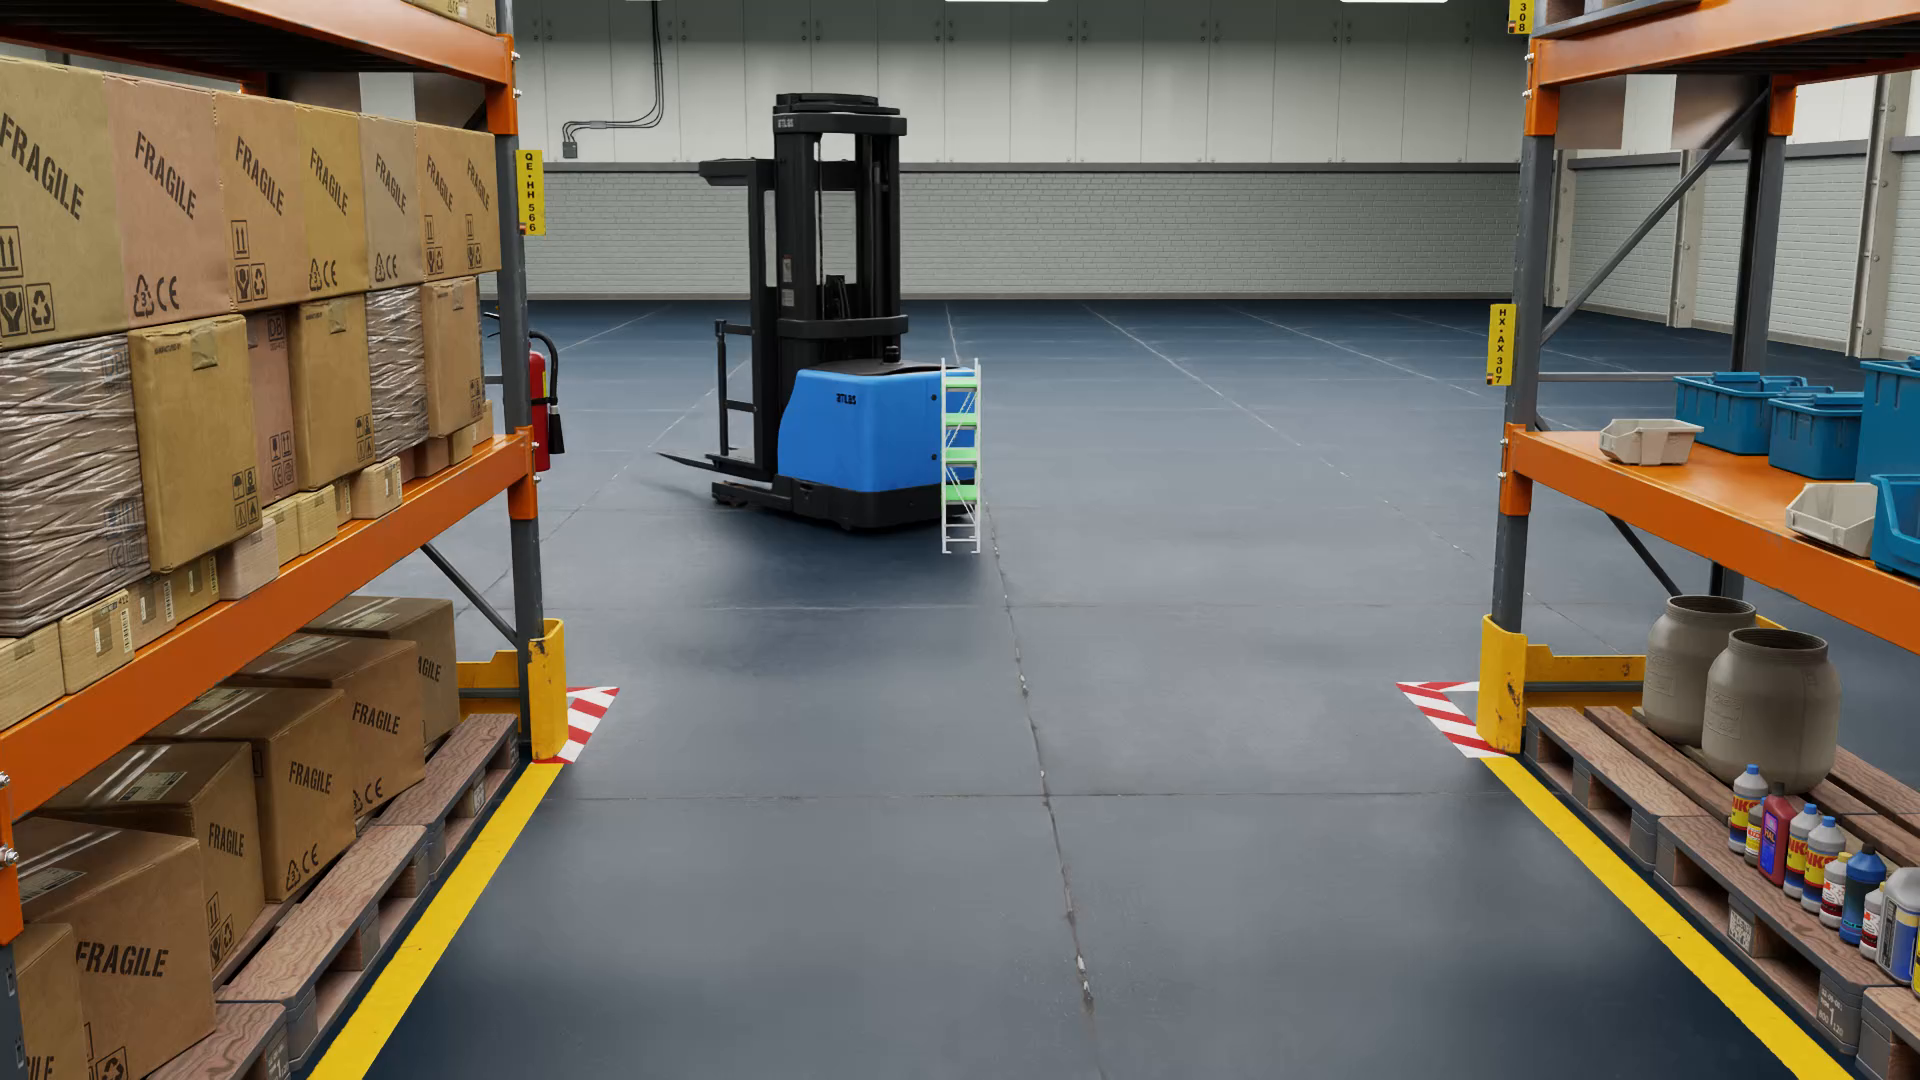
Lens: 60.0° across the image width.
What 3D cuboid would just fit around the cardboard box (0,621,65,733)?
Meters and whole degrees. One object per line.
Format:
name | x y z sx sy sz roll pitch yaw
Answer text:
cardboard box | -1.846 0.243 2.948 0.380 0.149 0.250 0 11 -1

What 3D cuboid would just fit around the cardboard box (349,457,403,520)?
cardboard box | -1.876 -0.154 4.908 0.380 0.149 0.250 0 11 -1

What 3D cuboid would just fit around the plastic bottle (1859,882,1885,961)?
plastic bottle | 2.469 1.015 4.445 0.097 0.201 0.097 0 11 0

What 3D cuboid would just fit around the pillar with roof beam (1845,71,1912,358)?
pillar with roof beam | 8.836 -7.057 23.211 9.100 9.000 0.400 0 11 -1

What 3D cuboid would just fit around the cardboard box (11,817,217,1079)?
cardboard box | -2.130 0.990 3.867 0.500 0.500 0.500 4 12 17

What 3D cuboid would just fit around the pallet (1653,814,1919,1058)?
pallet | 2.810 1.133 4.941 1.003 0.211 1.213 0 11 -1

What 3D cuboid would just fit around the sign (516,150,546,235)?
sign | -1.669 -1.352 6.471 0.100 0.325 0.005 0 11 -1

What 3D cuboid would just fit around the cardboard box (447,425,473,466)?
cardboard box | -1.951 -0.353 5.887 0.380 0.149 0.250 0 11 -1

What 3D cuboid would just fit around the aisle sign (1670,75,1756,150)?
aisle sign | 3.023 -1.941 6.544 0.394 0.787 0.004 0 11 -1

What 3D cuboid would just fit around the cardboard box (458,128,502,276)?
cardboard box | -1.966 -1.208 5.953 0.500 0.500 0.500 0 11 -1

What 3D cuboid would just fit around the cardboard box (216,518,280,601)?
cardboard box | -1.849 0.044 3.928 0.380 0.149 0.250 0 11 -1

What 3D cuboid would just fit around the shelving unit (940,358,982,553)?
shelving unit | 0.003 -0.555 10.778 0.258 1.200 0.503 0 11 -1

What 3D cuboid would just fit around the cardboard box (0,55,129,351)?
cardboard box | -1.897 -0.611 3.013 0.500 0.500 0.500 0 11 -1

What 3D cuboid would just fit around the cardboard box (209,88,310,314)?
cardboard box | -1.919 -0.810 3.993 0.500 0.500 0.500 0 11 -1

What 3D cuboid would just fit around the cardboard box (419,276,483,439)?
cardboard box | -2.110 -0.618 5.559 0.875 0.500 0.500 0 11 -1

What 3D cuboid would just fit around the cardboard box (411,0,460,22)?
cardboard box | -1.947 -1.834 5.386 0.500 0.250 0.500 0 11 -1

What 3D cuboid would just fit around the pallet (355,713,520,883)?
pallet | -2.241 0.912 6.032 1.003 0.211 1.213 0 11 -1

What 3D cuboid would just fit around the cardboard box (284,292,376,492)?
cardboard box | -2.145 -0.419 4.578 0.875 0.500 0.500 0 11 -1

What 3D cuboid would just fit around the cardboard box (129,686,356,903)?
cardboard box | -2.188 0.756 5.021 0.500 0.500 0.500 1 11 4

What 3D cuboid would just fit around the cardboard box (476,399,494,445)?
cardboard box | -2.012 -0.452 6.375 0.380 0.149 0.250 0 11 -1

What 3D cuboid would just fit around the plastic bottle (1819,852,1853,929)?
plastic bottle | 2.465 0.974 4.647 0.097 0.201 0.097 0 11 0

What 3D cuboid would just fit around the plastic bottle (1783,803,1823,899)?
plastic bottle | 2.460 0.900 4.835 0.097 0.271 0.097 0 11 0

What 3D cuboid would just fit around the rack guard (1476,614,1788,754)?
rack guard | 2.776 0.589 6.901 1.175 0.500 0.348 0 11 -1

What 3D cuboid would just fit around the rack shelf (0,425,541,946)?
rack shelf | -2.183 0.119 4.737 1.077 0.370 4.000 0 11 -1

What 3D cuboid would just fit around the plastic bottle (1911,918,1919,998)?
plastic bottle | 2.498 0.997 4.156 0.144 0.351 0.185 0 11 -2

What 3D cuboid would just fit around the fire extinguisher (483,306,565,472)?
fire extinguisher | -1.766 -0.618 6.755 0.296 0.674 0.183 0 11 -1

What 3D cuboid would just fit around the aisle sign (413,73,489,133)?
aisle sign | -1.926 -1.919 6.434 0.394 0.787 0.004 0 11 -1

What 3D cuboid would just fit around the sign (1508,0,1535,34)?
sign | 2.177 -2.124 6.420 0.100 0.325 0.005 0 11 -1

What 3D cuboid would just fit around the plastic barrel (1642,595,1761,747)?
plastic barrel | 2.817 0.493 6.288 0.421 0.512 0.421 0 11 0

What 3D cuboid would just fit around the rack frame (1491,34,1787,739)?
rack frame | 2.727 -0.651 6.726 1.000 3.000 0.127 0 11 -1

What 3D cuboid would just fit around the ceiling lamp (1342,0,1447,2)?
ceiling lamp | 8.012 -11.532 30.589 2.000 3.185 0.800 0 11 -1

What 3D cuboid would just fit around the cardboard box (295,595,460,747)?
cardboard box | -2.228 0.512 6.220 0.500 0.500 0.500 2 12 9

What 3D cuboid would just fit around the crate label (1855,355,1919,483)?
crate label | 3.036 -0.304 4.924 0.502 0.435 0.616 0 11 -1

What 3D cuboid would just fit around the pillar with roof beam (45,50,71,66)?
pillar with roof beam | -14.297 -9.348 34.506 9.100 9.000 0.548 0 11 -1

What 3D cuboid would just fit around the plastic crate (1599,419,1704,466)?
plastic crate | 2.424 -0.343 5.869 0.298 0.136 0.250 0 11 -1

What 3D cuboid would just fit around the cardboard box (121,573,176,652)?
cardboard box | -1.871 0.144 3.438 0.380 0.149 0.250 0 11 -1

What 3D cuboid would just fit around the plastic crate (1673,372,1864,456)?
plastic crate | 3.037 -0.480 6.256 0.499 0.251 0.616 0 11 -1

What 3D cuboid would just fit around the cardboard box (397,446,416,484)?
cardboard box | -1.998 -0.253 5.395 0.380 0.149 0.250 0 11 -1

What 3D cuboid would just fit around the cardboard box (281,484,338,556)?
cardboard box | -1.890 -0.055 4.417 0.380 0.149 0.250 0 11 -1

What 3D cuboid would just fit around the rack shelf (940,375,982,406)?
rack shelf | 0.003 -0.963 10.695 0.258 0.148 0.480 0 11 -1

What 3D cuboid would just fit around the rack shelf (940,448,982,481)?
rack shelf | 0.003 -0.492 10.790 0.258 0.148 0.480 0 11 -1

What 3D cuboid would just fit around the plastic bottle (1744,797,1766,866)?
plastic bottle | 2.455 0.887 5.076 0.097 0.201 0.097 0 11 0

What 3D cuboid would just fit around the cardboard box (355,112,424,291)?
cardboard box | -1.942 -1.009 4.973 0.500 0.500 0.500 0 11 -1

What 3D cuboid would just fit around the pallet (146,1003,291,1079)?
pallet | -2.191 1.397 3.641 1.003 0.211 1.213 0 11 -1

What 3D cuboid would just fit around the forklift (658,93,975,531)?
forklift | -1.198 -1.733 12.231 1.130 2.935 3.031 -10 15 -39

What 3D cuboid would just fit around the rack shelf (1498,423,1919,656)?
rack shelf | 2.769 0.099 4.838 1.077 0.370 4.000 0 11 -1

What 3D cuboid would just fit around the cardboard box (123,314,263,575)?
cardboard box | -2.064 -0.220 3.600 0.875 0.500 0.500 0 11 -1

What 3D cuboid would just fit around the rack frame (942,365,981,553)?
rack frame | 0.008 -0.507 10.539 0.240 1.200 0.015 0 11 -1
